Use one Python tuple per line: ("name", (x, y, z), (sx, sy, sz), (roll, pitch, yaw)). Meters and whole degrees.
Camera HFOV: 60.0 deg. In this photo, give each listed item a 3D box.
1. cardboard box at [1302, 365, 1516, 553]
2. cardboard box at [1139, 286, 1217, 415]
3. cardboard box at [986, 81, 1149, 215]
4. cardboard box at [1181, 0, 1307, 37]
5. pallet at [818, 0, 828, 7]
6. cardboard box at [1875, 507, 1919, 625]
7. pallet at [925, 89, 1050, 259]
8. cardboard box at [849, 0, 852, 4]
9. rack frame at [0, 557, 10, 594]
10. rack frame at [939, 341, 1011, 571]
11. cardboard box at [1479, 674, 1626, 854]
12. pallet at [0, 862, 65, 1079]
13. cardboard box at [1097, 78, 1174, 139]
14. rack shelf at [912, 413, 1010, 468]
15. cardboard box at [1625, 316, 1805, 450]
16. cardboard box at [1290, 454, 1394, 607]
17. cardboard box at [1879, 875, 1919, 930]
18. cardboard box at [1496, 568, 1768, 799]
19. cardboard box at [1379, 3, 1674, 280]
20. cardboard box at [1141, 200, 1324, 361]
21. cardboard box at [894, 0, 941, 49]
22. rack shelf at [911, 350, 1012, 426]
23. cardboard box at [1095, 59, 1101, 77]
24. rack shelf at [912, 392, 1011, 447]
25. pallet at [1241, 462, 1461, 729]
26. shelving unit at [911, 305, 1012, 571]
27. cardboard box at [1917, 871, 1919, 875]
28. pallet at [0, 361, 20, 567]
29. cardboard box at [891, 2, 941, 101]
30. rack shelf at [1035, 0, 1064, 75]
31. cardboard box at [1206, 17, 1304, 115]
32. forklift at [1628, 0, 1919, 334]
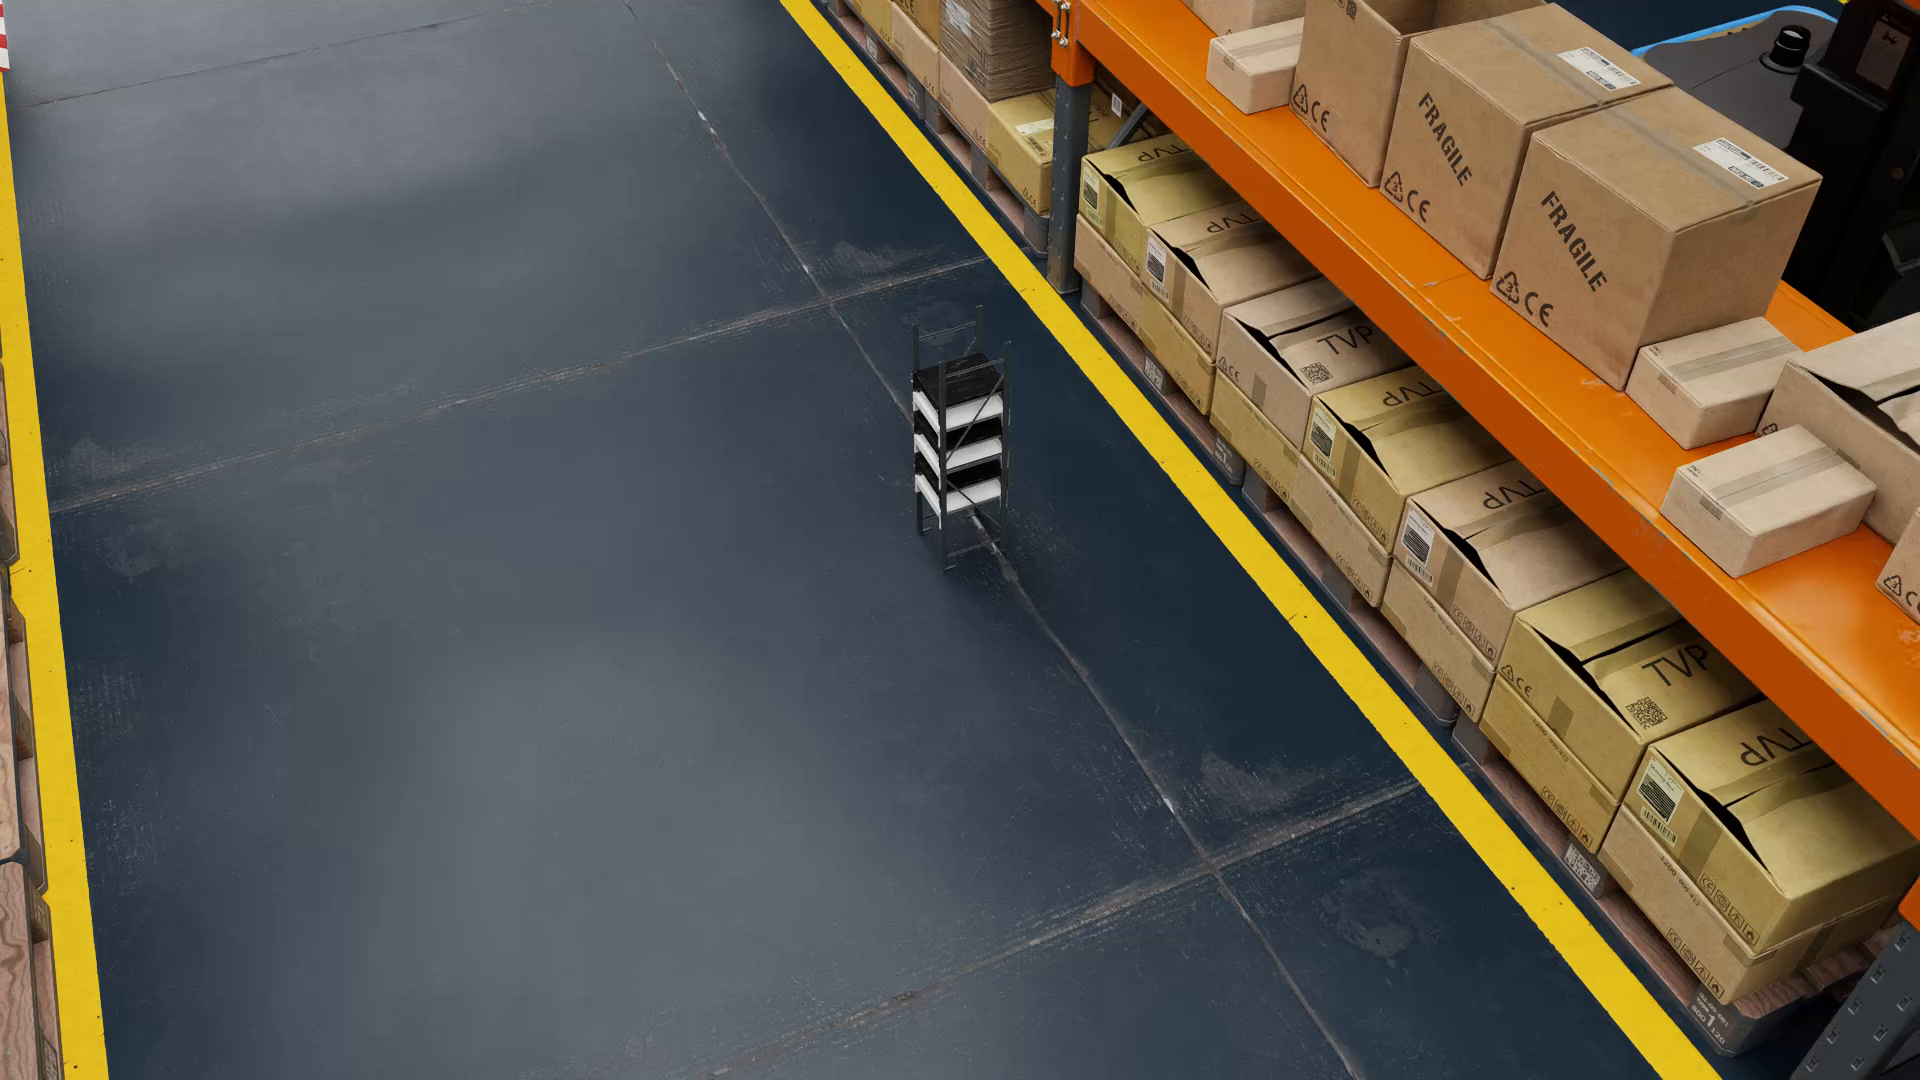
("cardboard box", (1.429, -0.296, 5.173), (0.500, 0.311, 0.500), (-17, 47, -16))
("cardboard box", (0.993, -0.756, 6.039), (0.500, 0.250, 0.500), (-17, 47, -16))
("cardboard box", (0.441, -1.643, 6.939), (0.500, 0.250, 0.500), (-18, 47, -17))
("cardboard box", (1.081, -1.887, 5.634), (0.500, 0.250, 0.500), (-15, 47, -15))
("pallet", (-0.488, -3.323, 8.968), (1.003, 0.211, 1.213), (-18, 47, -17))
("cardboard box", (2.403, 0.094, 3.582), (0.500, 0.311, 0.500), (-15, 47, -15))
("pallet", (0.538, -1.768, 7.392), (1.003, 0.211, 1.213), (-18, 47, -17))
("cardboard box", (-0.401, -2.918, 8.230), (0.500, 0.250, 0.500), (-18, 47, -17))
("rack frame", (-3.662, -0.781, 4.406), (1.000, 3.000, 0.127), (-18, 47, -17))
("rack frame", (0.046, -0.250, 5.363), (0.240, 0.900, 0.006), (-18, 47, -17))
("cardboard box", (1.854, 0.546, 4.720), (0.500, 0.250, 0.500), (-19, 48, -18))
("pallet", (-2.779, 1.479, 4.101), (1.003, 0.211, 1.213), (-18, 47, -17))
("cardboard box", (0.914, -1.797, 7.095), (0.500, 0.250, 0.500), (-18, 47, -17))
("rack shelf", (0.003, -0.355, 5.389), (0.258, 0.077, 0.200), (-18, 47, -17))
("cardboard box", (1.929, -0.399, 4.198), (0.380, 0.149, 0.250), (-15, 47, -14))
("cardboard box", (1.426, -0.102, 5.377), (0.500, 0.250, 0.500), (-17, 47, -17))
("cardboard box", (2.562, 0.716, 4.547), (0.500, 0.250, 0.500), (-18, 47, -18))
("cardboard box", (1.848, 0.347, 4.522), (0.500, 0.311, 0.500), (-19, 48, -18))
("cardboard box", (1.574, -1.128, 4.686), (0.500, 0.500, 0.500), (-18, 47, -17))
("cardboard box", (0.988, -0.955, 5.841), (0.500, 0.311, 0.500), (-19, 48, -18))
("cardboard box", (0.027, -2.550, 7.323), (0.500, 0.500, 0.500), (-18, 47, -17))
("rack shelf", (0.003, -0.484, 5.262), (0.258, 0.077, 0.200), (-18, 47, -17))
("cardboard box", (0.706, -2.384, 7.155), (0.500, 0.500, 0.500), (-18, 47, -17))
("rack shelf", (0.003, -0.420, 5.326), (0.258, 0.077, 0.200), (-18, 47, -17))
("pallet", (1.696, -0.013, 5.612), (1.003, 0.211, 1.213), (-18, 47, -17))
("shelving unit", (0.003, -0.315, 5.429), (0.258, 0.900, 0.210), (-18, 47, -17))
("cardboard box", (2.562, 0.517, 4.350), (0.500, 0.311, 0.500), (-17, 47, -16))
("pallet", (-3.906, -0.229, 5.832), (1.003, 0.211, 1.213), (-18, 47, -17))
("cardboard box", (0.016, -2.279, 7.583), (0.500, 0.250, 0.500), (-18, 47, -17))
("rack shelf", (-0.007, -3.260, 7.431), (1.077, 0.370, 4.000), (-18, 47, -17))
("cardboard box", (1.021, -1.527, 5.341), (0.380, 0.149, 0.250), (-18, 47, -17))
("forklift", (3.415, -1.243, 4.923), (1.130, 2.935, 3.031), (-19, 48, -18))
